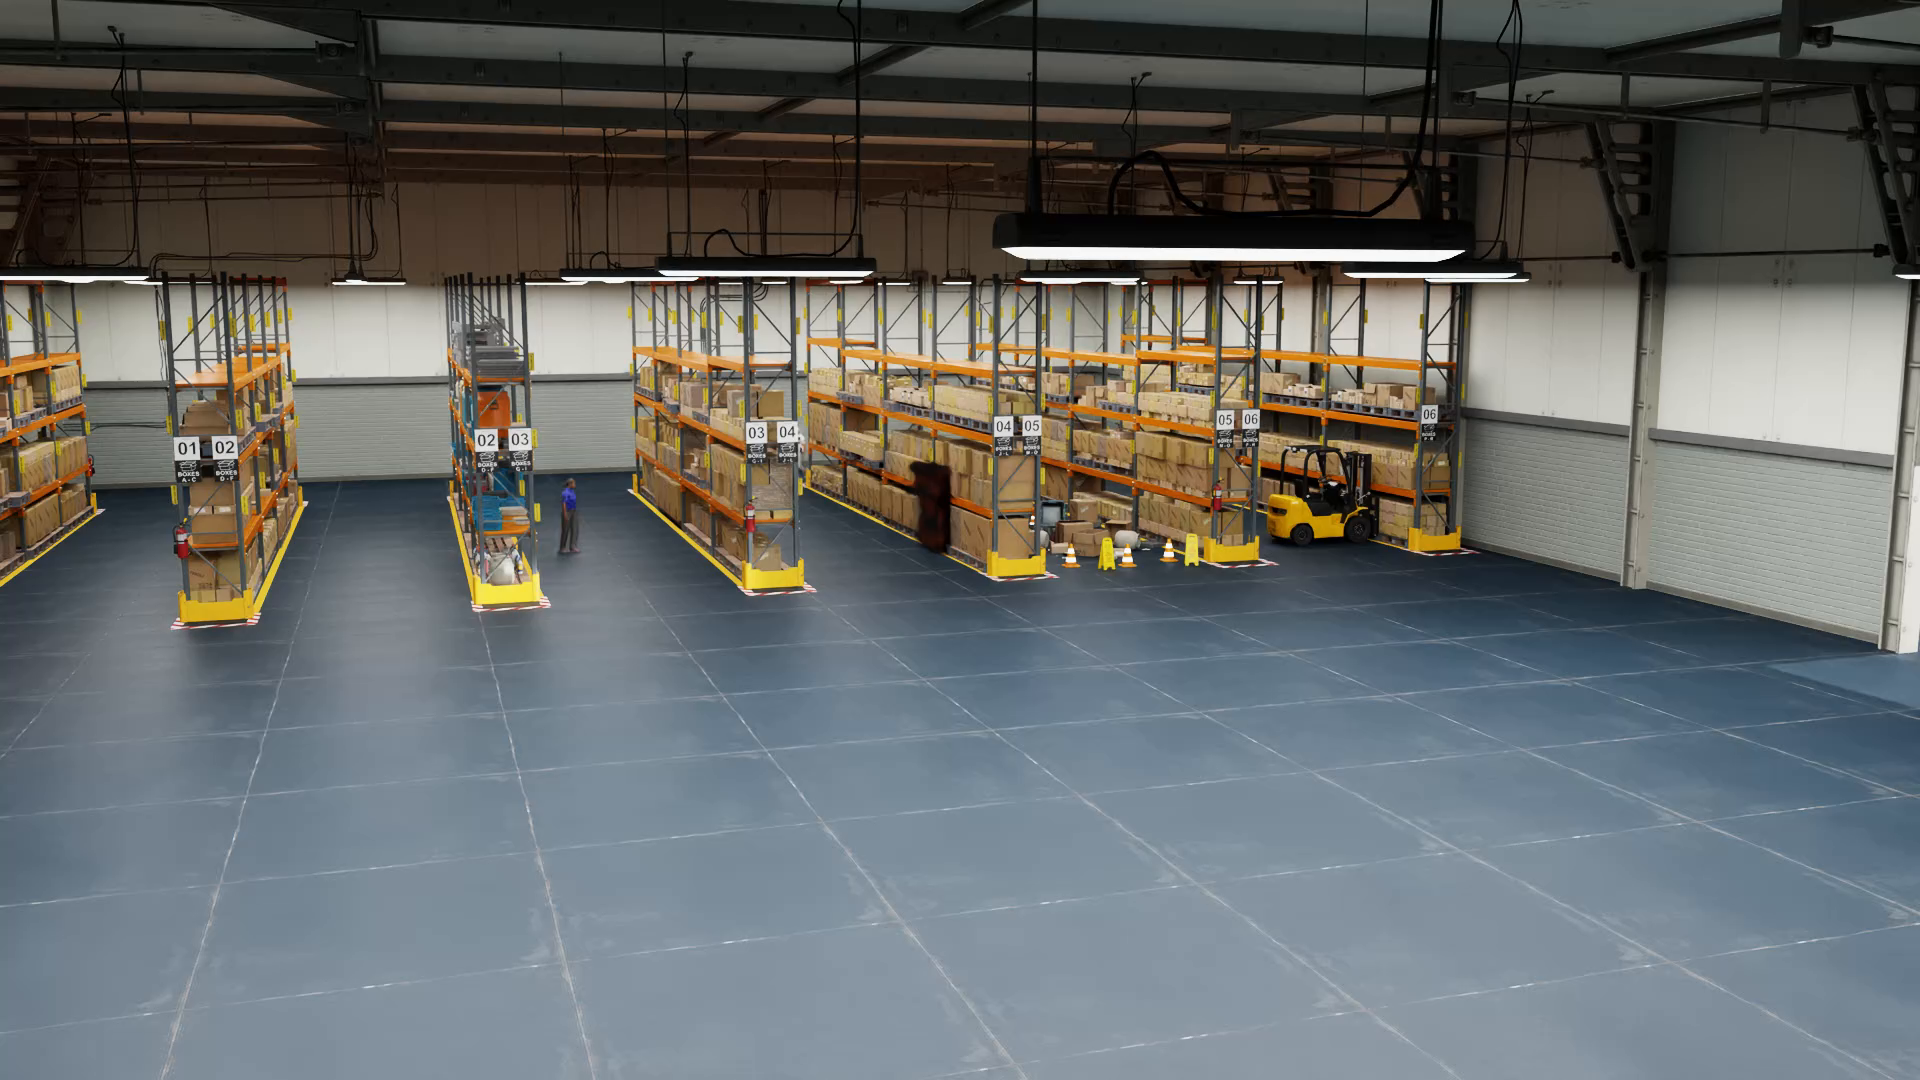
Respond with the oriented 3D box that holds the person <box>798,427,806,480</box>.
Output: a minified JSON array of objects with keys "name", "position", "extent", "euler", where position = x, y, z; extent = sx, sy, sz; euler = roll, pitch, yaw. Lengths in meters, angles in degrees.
[{"name":"person","position":[-4.850,-2.581,49.565],"extent":[0.491,1.644,0.595],"euler":[6,11,37]}]

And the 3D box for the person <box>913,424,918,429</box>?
[{"name":"person","position":[-1.324,-2.609,49.550],"extent":[0.579,1.781,0.409],"euler":[5,10,28]}]

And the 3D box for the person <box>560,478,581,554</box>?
[{"name":"person","position":[-8.544,-0.530,36.174],"extent":[0.446,1.658,0.446],"euler":[6,11,36]}]

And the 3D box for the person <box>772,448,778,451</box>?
[{"name":"person","position":[-4.928,-1.822,44.242],"extent":[0.571,1.738,0.972],"euler":[-3,9,-21]}]

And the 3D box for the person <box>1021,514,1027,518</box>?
[{"name":"person","position":[1.467,-1.216,40.207],"extent":[0.437,1.769,0.617],"euler":[-2,9,-14]}]
